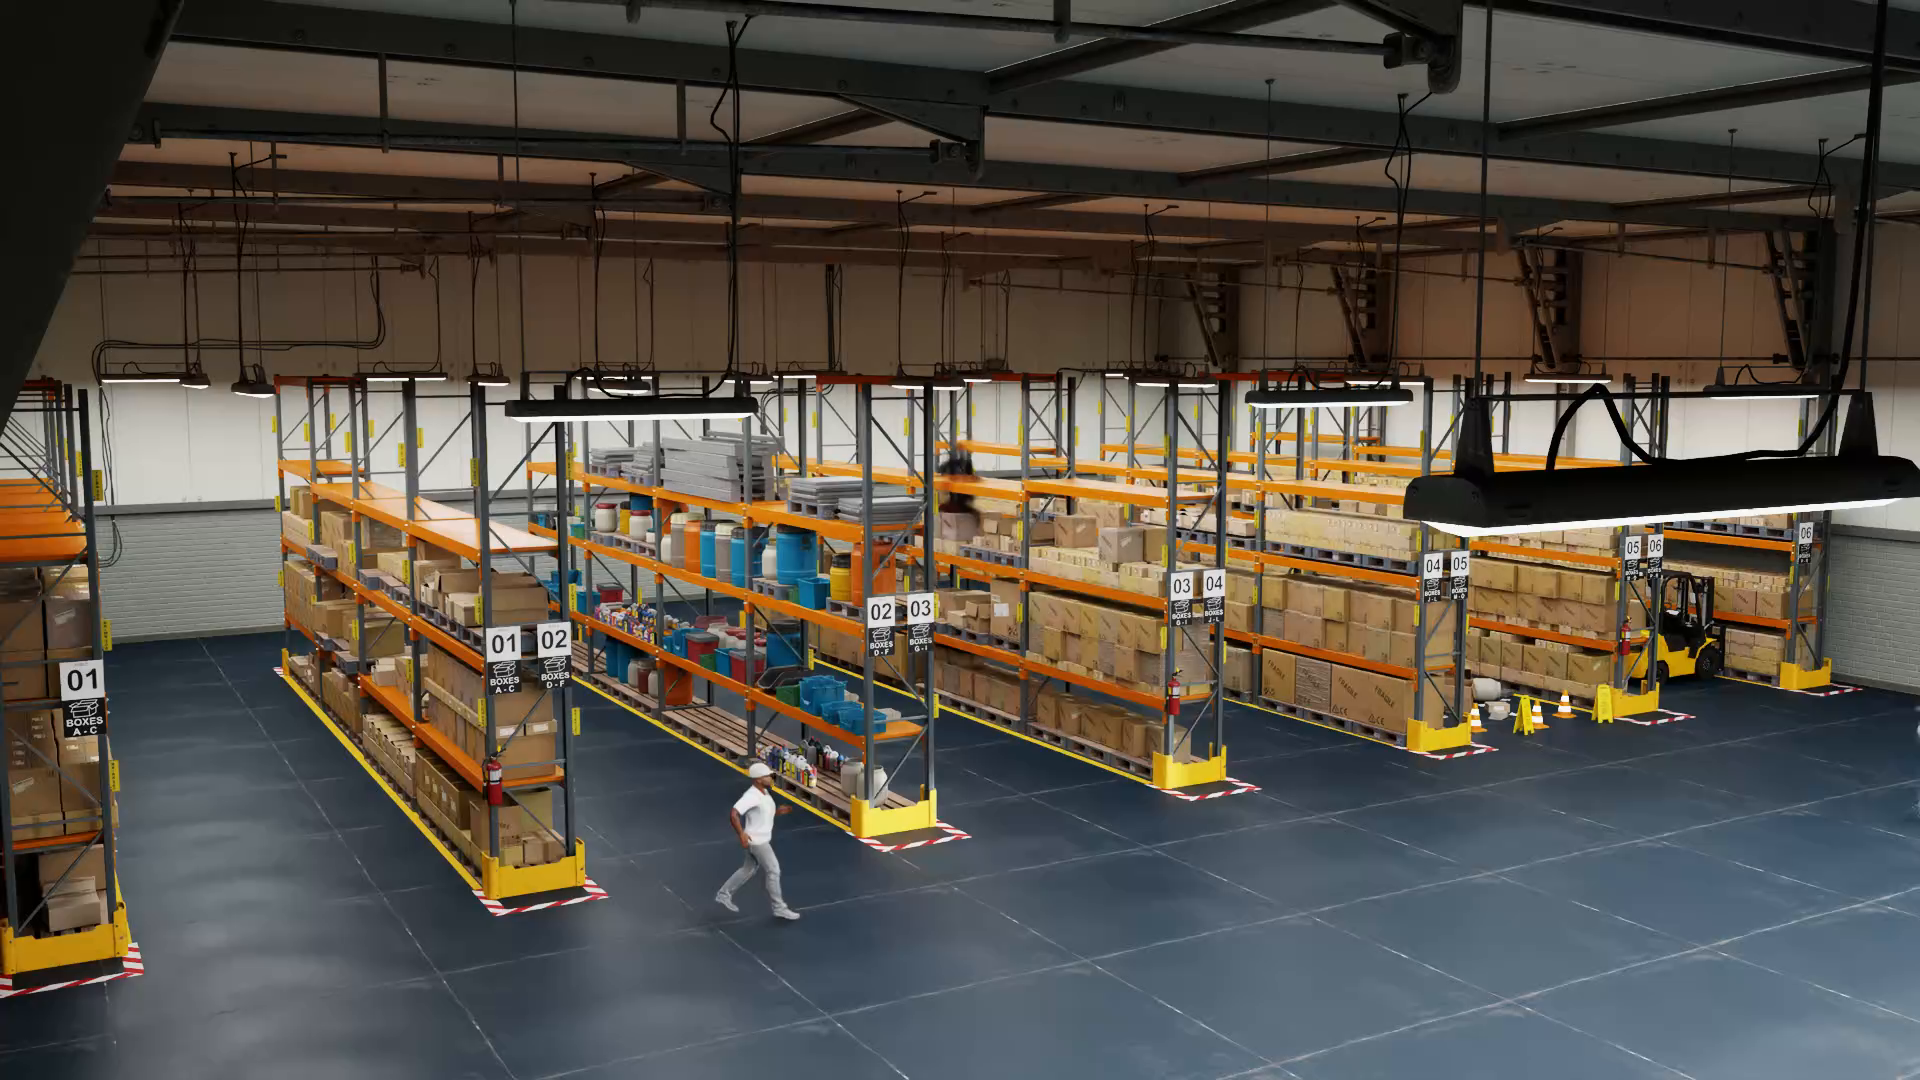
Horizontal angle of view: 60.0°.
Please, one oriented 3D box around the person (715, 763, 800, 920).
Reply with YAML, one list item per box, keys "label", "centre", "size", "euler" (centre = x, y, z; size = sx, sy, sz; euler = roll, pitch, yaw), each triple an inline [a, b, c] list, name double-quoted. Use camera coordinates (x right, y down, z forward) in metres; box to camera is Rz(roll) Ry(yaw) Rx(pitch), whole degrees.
- label: "person"
  centre: [-2.290, 3.381, 18.699]
  size: [0.963, 1.775, 0.690]
  euler: [0, 6, -3]
